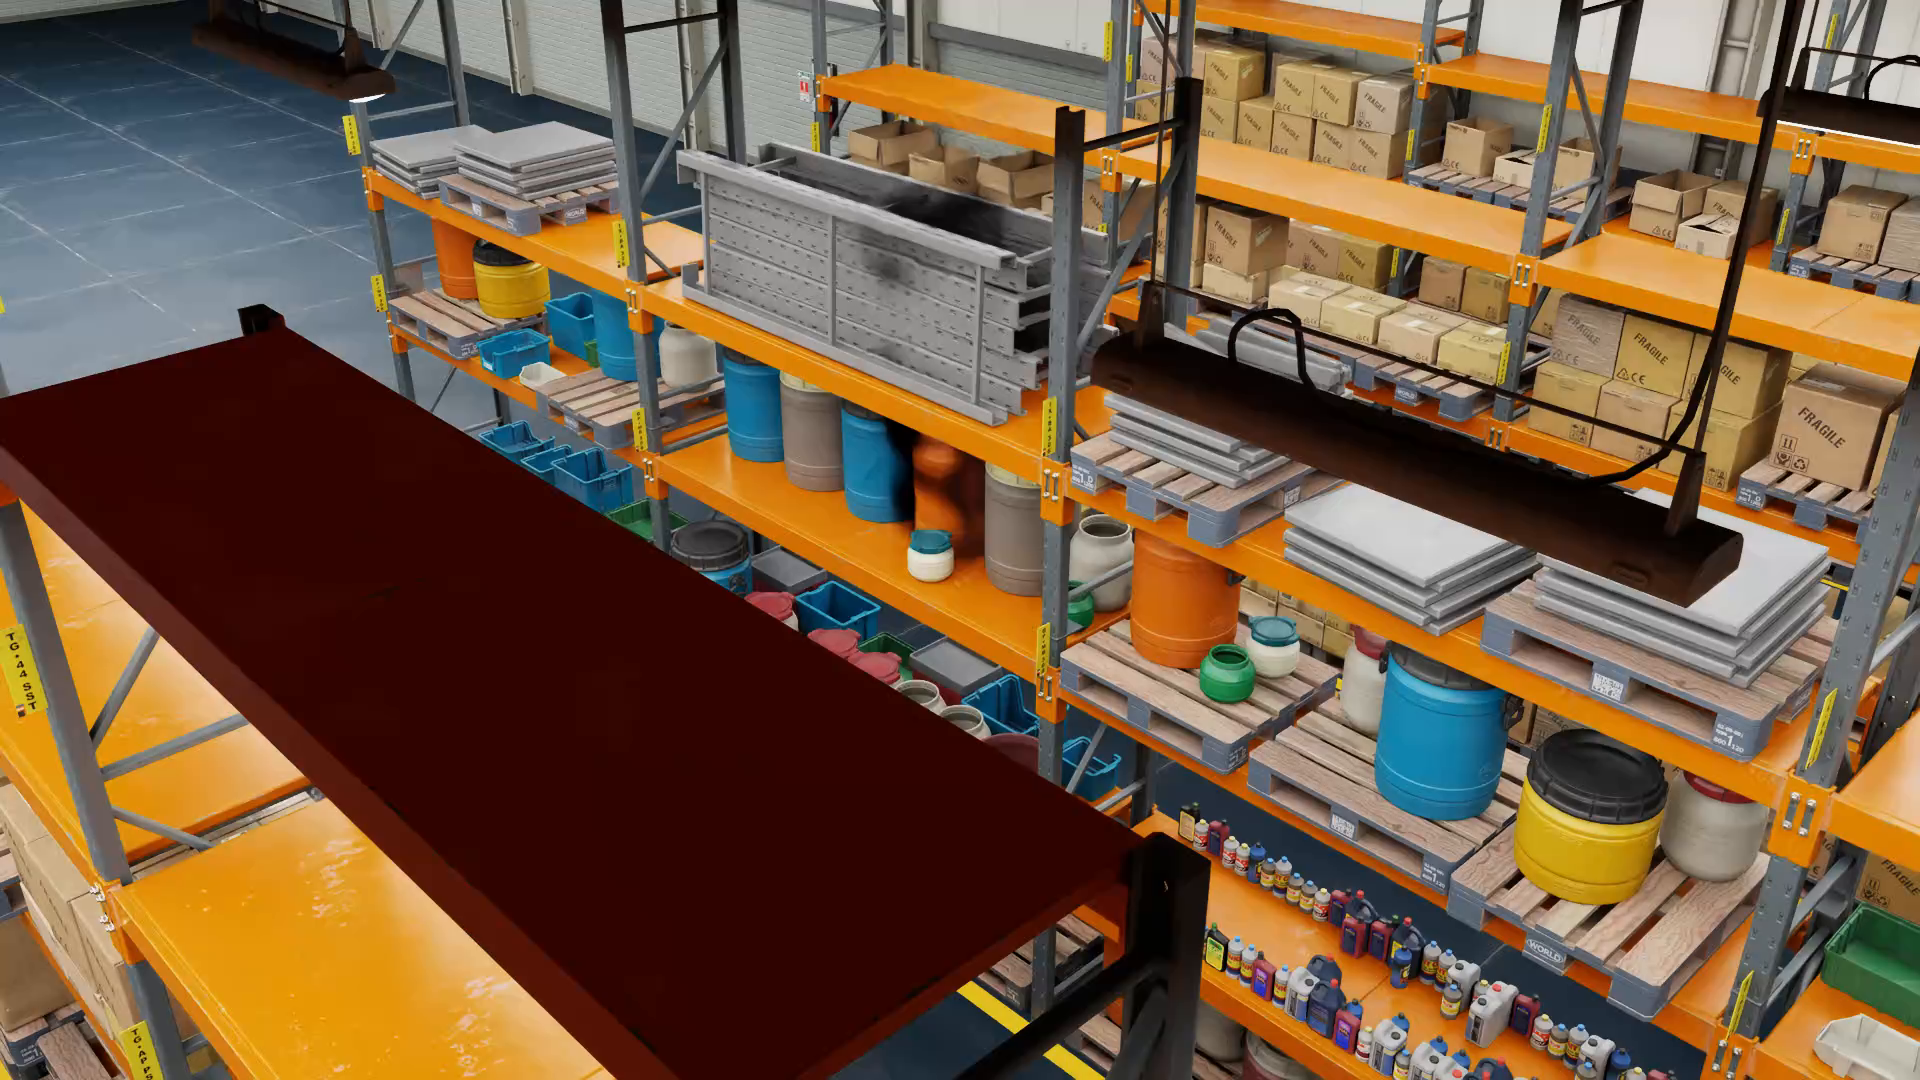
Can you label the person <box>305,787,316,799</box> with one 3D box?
[{"bbox_3d":[-5.245,1.414,12.441,0.652,1.680,0.650,16,32,28],"label":"person"}]
